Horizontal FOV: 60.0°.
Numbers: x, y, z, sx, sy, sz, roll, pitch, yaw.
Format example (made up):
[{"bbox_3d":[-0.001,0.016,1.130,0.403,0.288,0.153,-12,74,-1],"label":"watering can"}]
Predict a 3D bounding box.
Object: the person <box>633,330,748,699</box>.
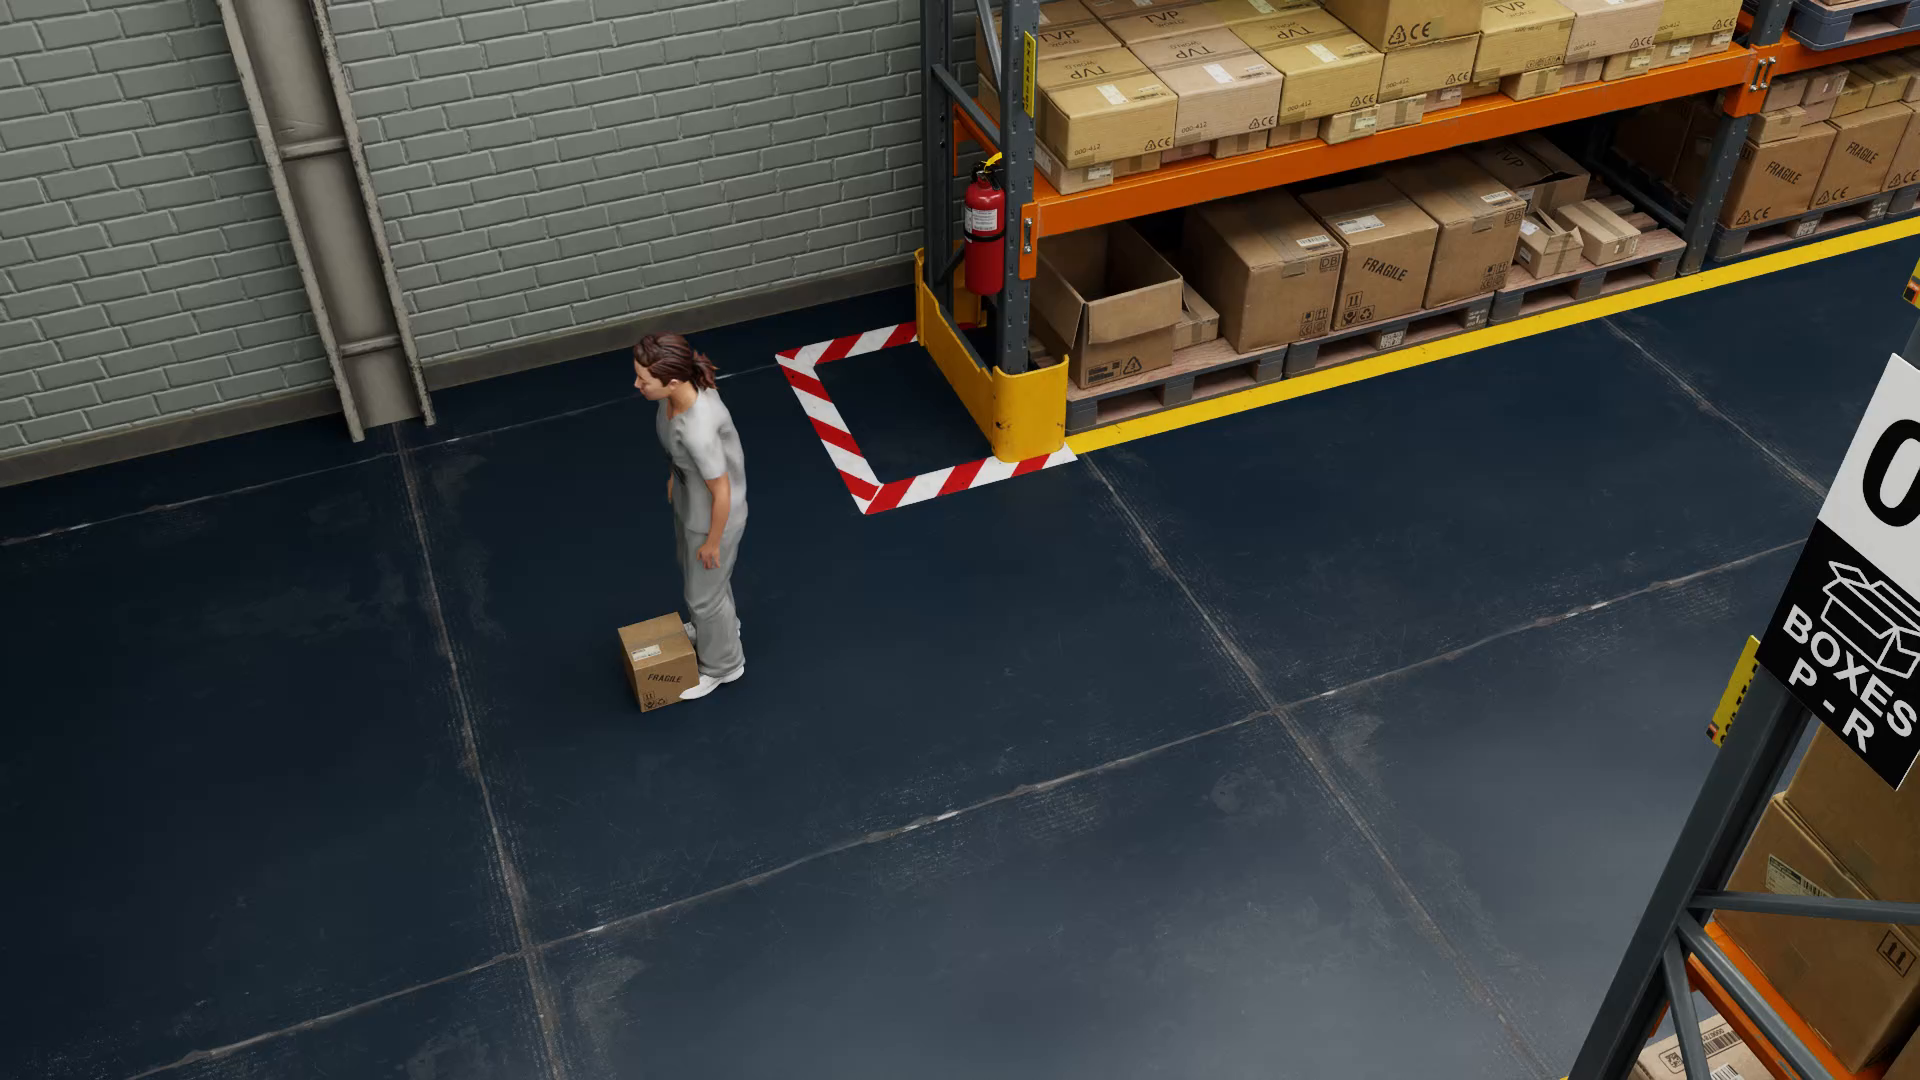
[{"bbox_3d":[-1.006,-0.101,6.273,0.405,1.672,0.497,-16,44,-17],"label":"person"}]
